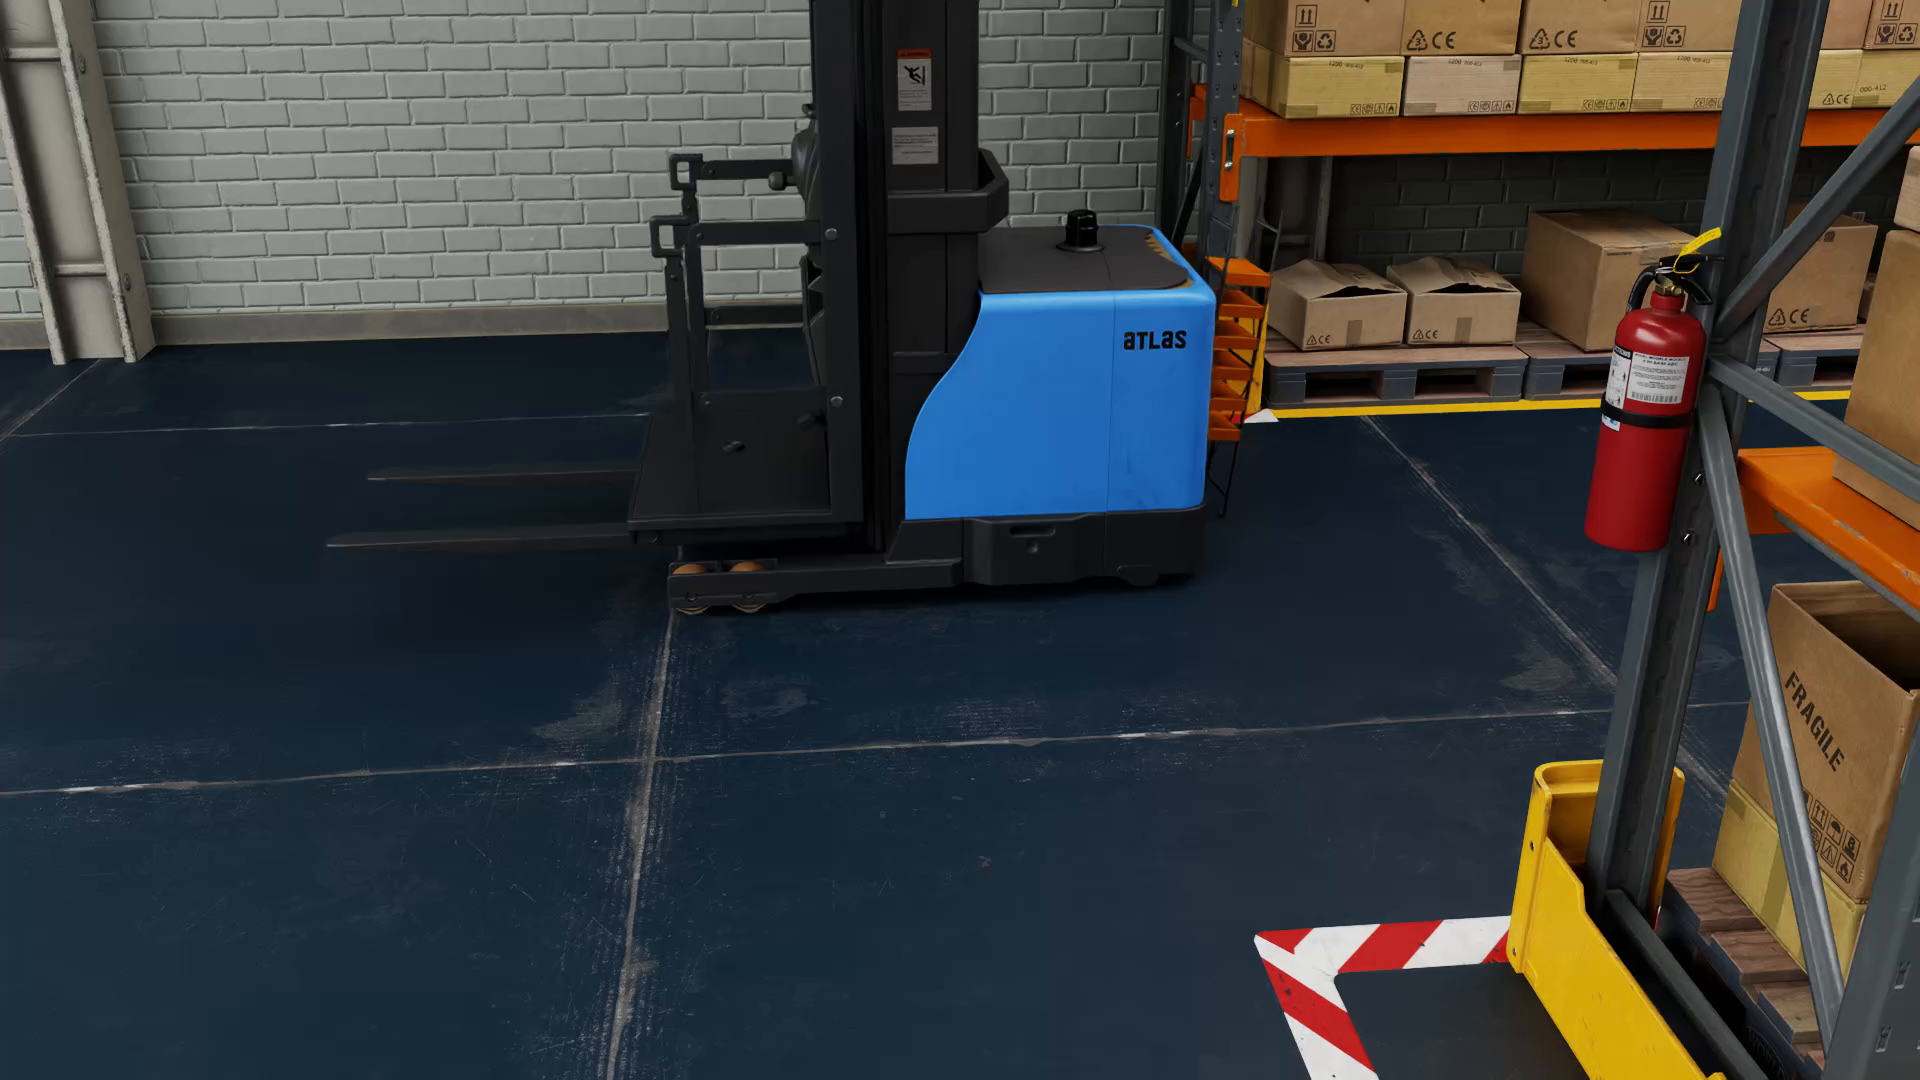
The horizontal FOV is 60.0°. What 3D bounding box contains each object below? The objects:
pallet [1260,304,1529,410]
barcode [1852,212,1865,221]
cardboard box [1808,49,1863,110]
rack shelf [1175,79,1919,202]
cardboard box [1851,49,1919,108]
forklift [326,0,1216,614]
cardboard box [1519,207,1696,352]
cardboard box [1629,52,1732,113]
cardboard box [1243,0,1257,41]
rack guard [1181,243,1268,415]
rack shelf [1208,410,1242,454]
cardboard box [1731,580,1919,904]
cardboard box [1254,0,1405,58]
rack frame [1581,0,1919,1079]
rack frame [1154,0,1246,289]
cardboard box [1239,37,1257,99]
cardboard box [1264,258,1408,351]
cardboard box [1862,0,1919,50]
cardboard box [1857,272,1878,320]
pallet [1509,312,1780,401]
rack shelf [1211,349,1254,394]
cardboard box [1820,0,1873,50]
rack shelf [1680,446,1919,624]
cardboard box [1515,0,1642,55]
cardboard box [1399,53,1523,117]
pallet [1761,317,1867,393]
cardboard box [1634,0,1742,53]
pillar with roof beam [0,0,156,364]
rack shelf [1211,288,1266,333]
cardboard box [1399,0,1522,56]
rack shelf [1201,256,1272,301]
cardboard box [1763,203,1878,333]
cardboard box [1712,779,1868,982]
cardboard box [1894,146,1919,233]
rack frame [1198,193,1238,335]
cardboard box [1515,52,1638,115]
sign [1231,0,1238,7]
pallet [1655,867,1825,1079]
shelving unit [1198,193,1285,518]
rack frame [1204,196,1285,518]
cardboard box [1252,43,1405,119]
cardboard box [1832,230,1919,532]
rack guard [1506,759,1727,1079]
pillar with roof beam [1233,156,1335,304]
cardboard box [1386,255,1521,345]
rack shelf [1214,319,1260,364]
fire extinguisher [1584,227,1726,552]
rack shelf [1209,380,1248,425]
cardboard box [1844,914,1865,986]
[{"bbox_3d":[1.959,-0.915,8.049,1.213,0.211,1.003,-2,24,-5],"label":"pallet"},{"bbox_3d":[4.491,-1.608,8.317,0.075,0.075,0.001,-2,24,-5],"label":"barcode"},{"bbox_3d":[3.614,-2.084,7.406,0.500,0.250,0.500,-2,24,-5],"label":"cardboard box"},{"bbox_3d":[3.061,-1.919,7.761,4.000,0.370,1.077,-2,24,-5],"label":"rack shelf"},{"bbox_3d":[4.113,-2.111,7.465,0.500,0.250,0.500,-2,24,-5],"label":"cardboard box"},{"bbox_3d":[-0.685,-1.312,5.593,3.031,2.935,1.130,-2,24,-5],"label":"forklift"},{"bbox_3d":[3.071,-1.250,7.905,0.500,0.500,0.700,-4,24,-8],"label":"cardboard box"},{"bbox_3d":[3.114,-2.064,7.360,0.500,0.250,0.500,-2,24,-5],"label":"cardboard box"},{"bbox_3d":[1.519,-2.556,7.545,0.500,0.500,0.500,-3,24,-6],"label":"cardboard box"},{"bbox_3d":[1.147,-1.029,7.950,0.348,0.500,1.175,-2,24,-5],"label":"rack guard"},{"bbox_3d":[0.947,-0.424,6.403,0.180,0.103,0.258,1,23,-15],"label":"rack shelf"},{"bbox_3d":[2.066,0.414,3.570,0.500,0.500,0.500,-2,24,-5],"label":"cardboard box"},{"bbox_3d":[1.576,-2.349,7.079,0.500,0.500,0.500,-2,24,-5],"label":"cardboard box"},{"bbox_3d":[1.562,-0.166,2.931,0.127,3.000,1.000,-2,24,-5],"label":"rack frame"},{"bbox_3d":[1.071,-2.168,7.435,0.127,3.000,1.000,-2,24,-5],"label":"rack frame"},{"bbox_3d":[1.517,-2.206,7.680,0.500,0.250,0.500,-2,24,-4],"label":"cardboard box"},{"bbox_3d":[1.768,-1.132,7.872,0.500,0.311,0.500,-5,24,-11],"label":"cardboard box"},{"bbox_3d":[4.115,-2.445,7.295,0.500,0.500,0.500,-2,24,-5],"label":"cardboard box"},{"bbox_3d":[4.522,-1.201,8.205,0.250,0.166,0.380,-5,25,-12],"label":"cardboard box"},{"bbox_3d":[3.170,-0.963,8.156,1.213,0.211,1.003,-2,24,-5],"label":"pallet"},{"bbox_3d":[0.976,-0.645,6.313,0.180,0.103,0.258,1,23,-15],"label":"rack shelf"},{"bbox_3d":[3.613,-2.429,7.259,0.500,0.500,0.500,-3,24,-7],"label":"cardboard box"},{"bbox_3d":[3.552,0.083,3.256,4.000,0.370,1.077,-2,24,-5],"label":"rack shelf"},{"bbox_3d":[2.583,-2.383,7.155,0.500,0.500,0.500,-3,24,-7],"label":"cardboard box"},{"bbox_3d":[2.103,-2.027,7.276,0.500,0.250,0.500,-3,24,-7],"label":"cardboard box"},{"bbox_3d":[4.387,-1.013,8.268,1.213,0.211,1.003,-2,24,-5],"label":"pallet"},{"bbox_3d":[3.096,-2.408,7.212,0.500,0.500,0.500,-2,24,-3],"label":"cardboard box"},{"bbox_3d":[-3.865,-3.308,2.612,0.400,9.000,9.100,-2,24,-5],"label":"pillar with roof beam"},{"bbox_3d":[1.005,-0.865,6.222,0.180,0.103,0.258,1,23,-15],"label":"rack shelf"},{"bbox_3d":[2.068,-2.365,7.114,0.500,0.500,0.500,-2,24,-5],"label":"cardboard box"},{"bbox_3d":[1.020,-0.975,6.177,0.180,0.103,0.258,1,23,-15],"label":"rack shelf"},{"bbox_3d":[4.023,-1.329,8.083,0.500,0.500,0.500,-4,24,-9],"label":"cardboard box"},{"bbox_3d":[2.066,0.758,3.721,0.500,0.250,0.500,-2,24,-5],"label":"cardboard box"},{"bbox_3d":[1.923,-0.601,2.986,0.250,0.149,0.380,-3,24,-6],"label":"cardboard box"},{"bbox_3d":[0.893,-0.687,6.272,0.006,1.200,0.240,1,23,-15],"label":"rack frame"},{"bbox_3d":[2.611,-2.044,7.317,0.500,0.250,0.500,-3,24,-6],"label":"cardboard box"},{"bbox_3d":[1.125,-2.345,6.766,0.005,0.325,0.100,-2,24,-5],"label":"sign"},{"bbox_3d":[2.319,1.061,3.604,1.213,0.211,1.003,-2,24,-5],"label":"pallet"},{"bbox_3d":[0.981,-0.685,6.296,0.189,1.200,0.258,1,23,-15],"label":"shelving unit"},{"bbox_3d":[1.070,-0.683,6.319,0.006,1.200,0.240,1,23,-15],"label":"rack frame"},{"bbox_3d":[1.588,-2.000,7.217,0.500,0.250,0.500,-3,24,-7],"label":"cardboard box"},{"bbox_3d":[2.027,-0.225,2.941,0.500,0.500,0.700,-2,24,-5],"label":"cardboard box"},{"bbox_3d":[1.538,0.977,3.436,0.348,0.500,1.175,-2,24,-5],"label":"rack guard"},{"bbox_3d":[2.106,-3.547,3.151,0.400,9.000,9.100,-2,24,-5],"label":"pillar with roof beam"},{"bbox_3d":[2.336,-1.155,7.923,0.500,0.311,0.500,0,24,-1],"label":"cardboard box"},{"bbox_3d":[0.991,-0.755,6.267,0.180,0.103,0.258,1,23,-15],"label":"rack shelf"},{"bbox_3d":[1.398,-0.314,3.358,0.183,0.674,0.296,-2,24,-5],"label":"fire extinguisher"},{"bbox_3d":[0.962,-0.534,6.358,0.180,0.103,0.258,1,23,-15],"label":"rack shelf"},{"bbox_3d":[2.117,0.967,3.250,0.500,0.250,0.500,-2,24,-5],"label":"cardboard box"}]
